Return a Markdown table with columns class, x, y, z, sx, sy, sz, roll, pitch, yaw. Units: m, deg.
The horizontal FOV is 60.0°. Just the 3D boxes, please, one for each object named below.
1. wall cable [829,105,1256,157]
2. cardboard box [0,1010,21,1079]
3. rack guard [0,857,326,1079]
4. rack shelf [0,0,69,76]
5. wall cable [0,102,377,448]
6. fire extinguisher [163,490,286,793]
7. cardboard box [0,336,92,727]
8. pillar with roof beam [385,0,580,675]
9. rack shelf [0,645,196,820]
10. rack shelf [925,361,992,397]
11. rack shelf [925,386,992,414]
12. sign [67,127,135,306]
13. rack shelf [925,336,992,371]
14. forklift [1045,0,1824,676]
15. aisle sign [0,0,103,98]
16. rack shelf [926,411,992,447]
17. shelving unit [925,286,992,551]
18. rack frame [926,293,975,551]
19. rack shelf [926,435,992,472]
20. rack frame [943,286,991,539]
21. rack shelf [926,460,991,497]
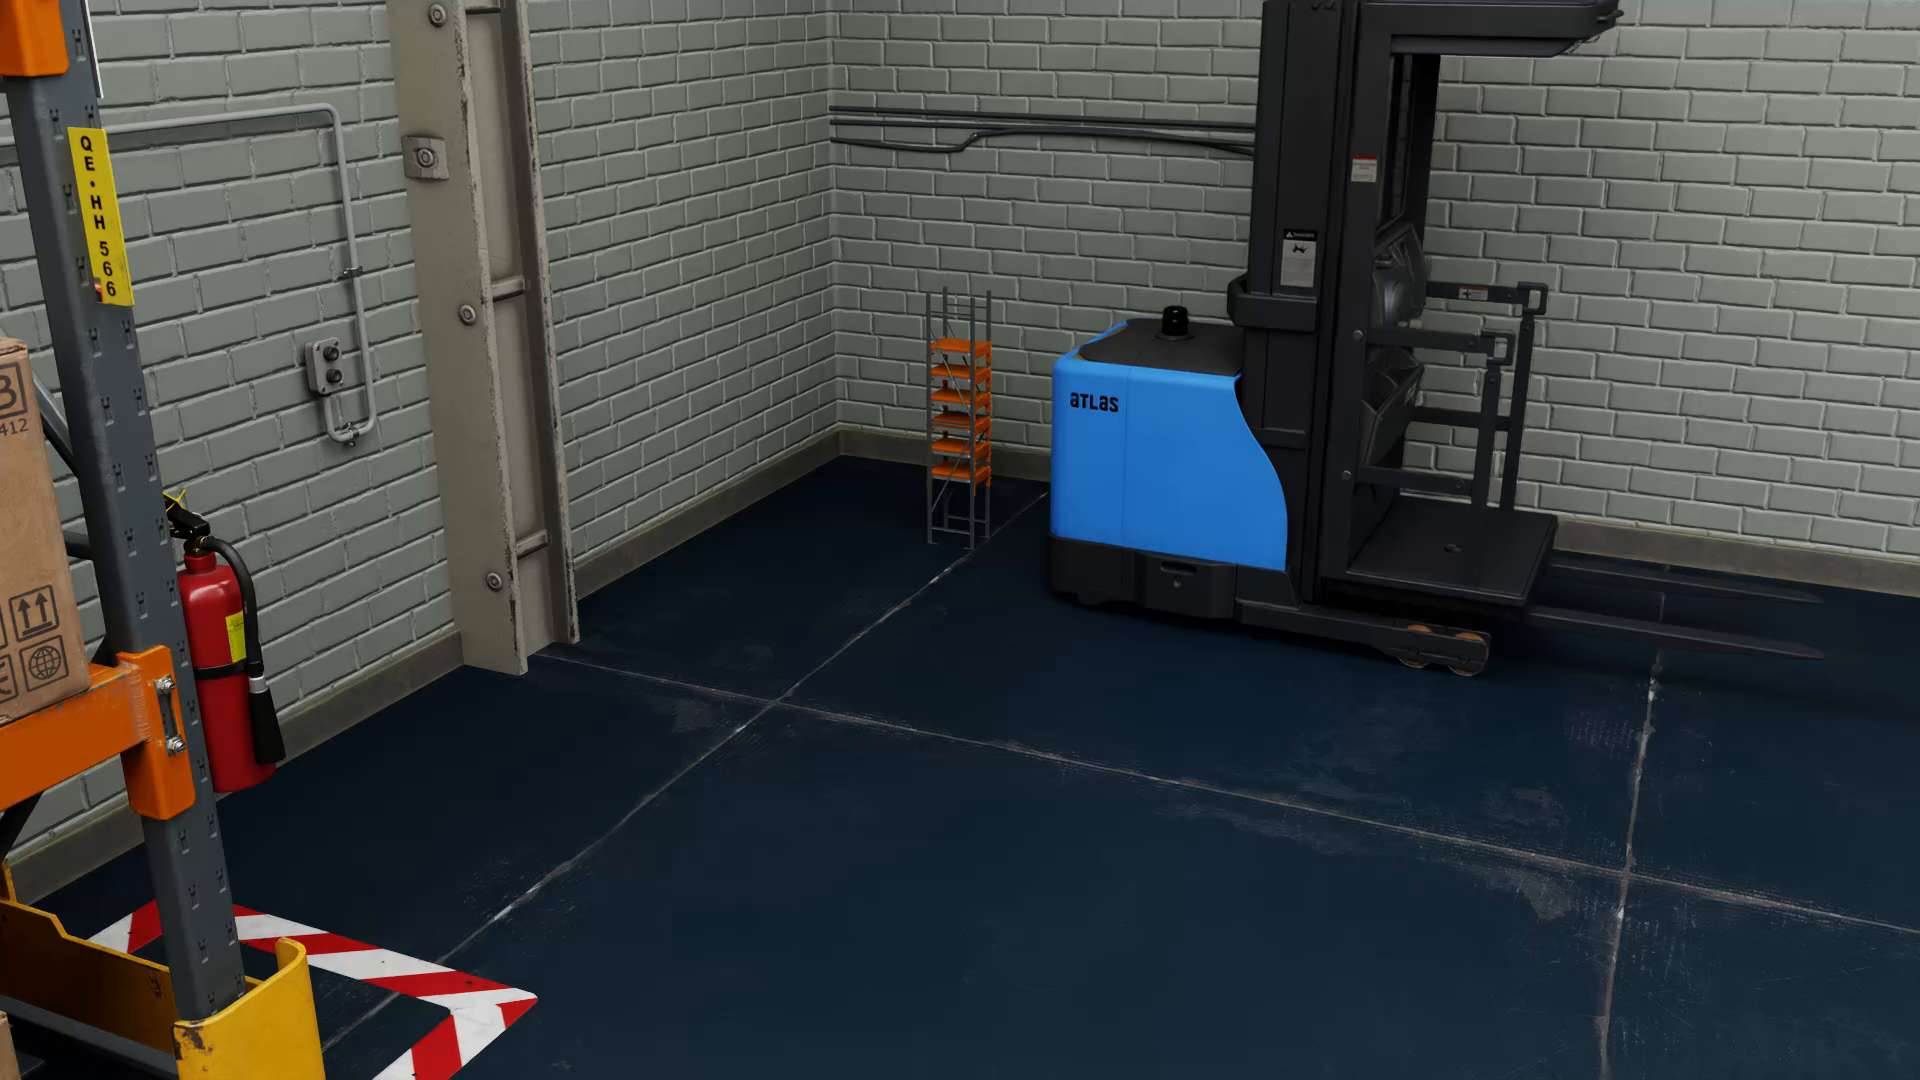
| class | x | y | z | sx | sy | sz | roll | pitch | yaw |
| --- | --- | --- | --- | --- | --- | --- | --- | --- | --- |
| wall cable | 0.550 | -3.066 | 7.793 | 3.097 | 2.526 | 0.112 | 9 | 21 | 23 |
| cardboard box | -2.287 | 1.186 | 3.262 | 0.700 | 0.500 | 0.500 | 9 | 21 | 23 |
| rack guard | -2.082 | 1.148 | 3.994 | 1.175 | 0.500 | 0.348 | 9 | 21 | 23 |
| rack shelf | -2.911 | -0.485 | 1.453 | 1.077 | 0.370 | 4.000 | 9 | 21 | 23 |
| wall cable | -2.431 | -1.022 | 4.850 | 0.084 | 1.984 | 1.851 | 9 | 21 | 23 |
| fire extinguisher | -1.609 | 0.207 | 3.581 | 0.296 | 0.674 | 0.183 | 9 | 21 | 23 |
| cardboard box | -2.292 | -0.006 | 3.062 | 0.980 | 0.700 | 0.700 | 10 | 22 | 25 |
| pillar with roof beam | 2.152 | -3.202 | 3.543 | 9.100 | 9.000 | 0.400 | 9 | 21 | 23 |
| rack shelf | -2.911 | 0.928 | 1.956 | 1.077 | 0.370 | 4.000 | 9 | 21 | 23 |
| rack shelf | -0.006 | -0.745 | 7.690 | 0.258 | 0.103 | 0.180 | 9 | 21 | 23 |
| rack shelf | -0.006 | -0.632 | 7.730 | 0.258 | 0.103 | 0.180 | 9 | 21 | 23 |
| sign | -1.603 | -0.600 | 3.099 | 0.100 | 0.325 | 0.005 | 9 | 21 | 23 |
| rack shelf | -0.006 | -0.858 | 7.650 | 0.258 | 0.103 | 0.180 | 9 | 21 | 23 |
| forklift | 1.931 | -1.053 | 6.556 | 3.031 | 2.935 | 1.130 | 9 | 21 | 23 |
| aisle sign | -1.789 | -1.228 | 3.065 | 0.394 | 0.787 | 0.004 | 9 | 21 | 23 |
| rack shelf | -0.006 | -0.519 | 7.770 | 0.258 | 0.103 | 0.180 | 9 | 21 | 23 |
| shelving unit | -0.006 | -0.561 | 7.755 | 0.258 | 1.200 | 0.189 | 9 | 21 | 23 |
| rack frame | -0.043 | -0.533 | 7.677 | 0.240 | 1.200 | 0.006 | 9 | 21 | 23 |
| rack shelf | -0.006 | -0.406 | 7.810 | 0.258 | 0.103 | 0.180 | 9 | 21 | 23 |
| rack frame | 0.032 | -0.589 | 7.834 | 0.240 | 1.200 | 0.006 | 9 | 21 | 23 |
| rack shelf | -0.006 | -0.293 | 7.851 | 0.258 | 0.103 | 0.180 | 9 | 21 | 23 |
